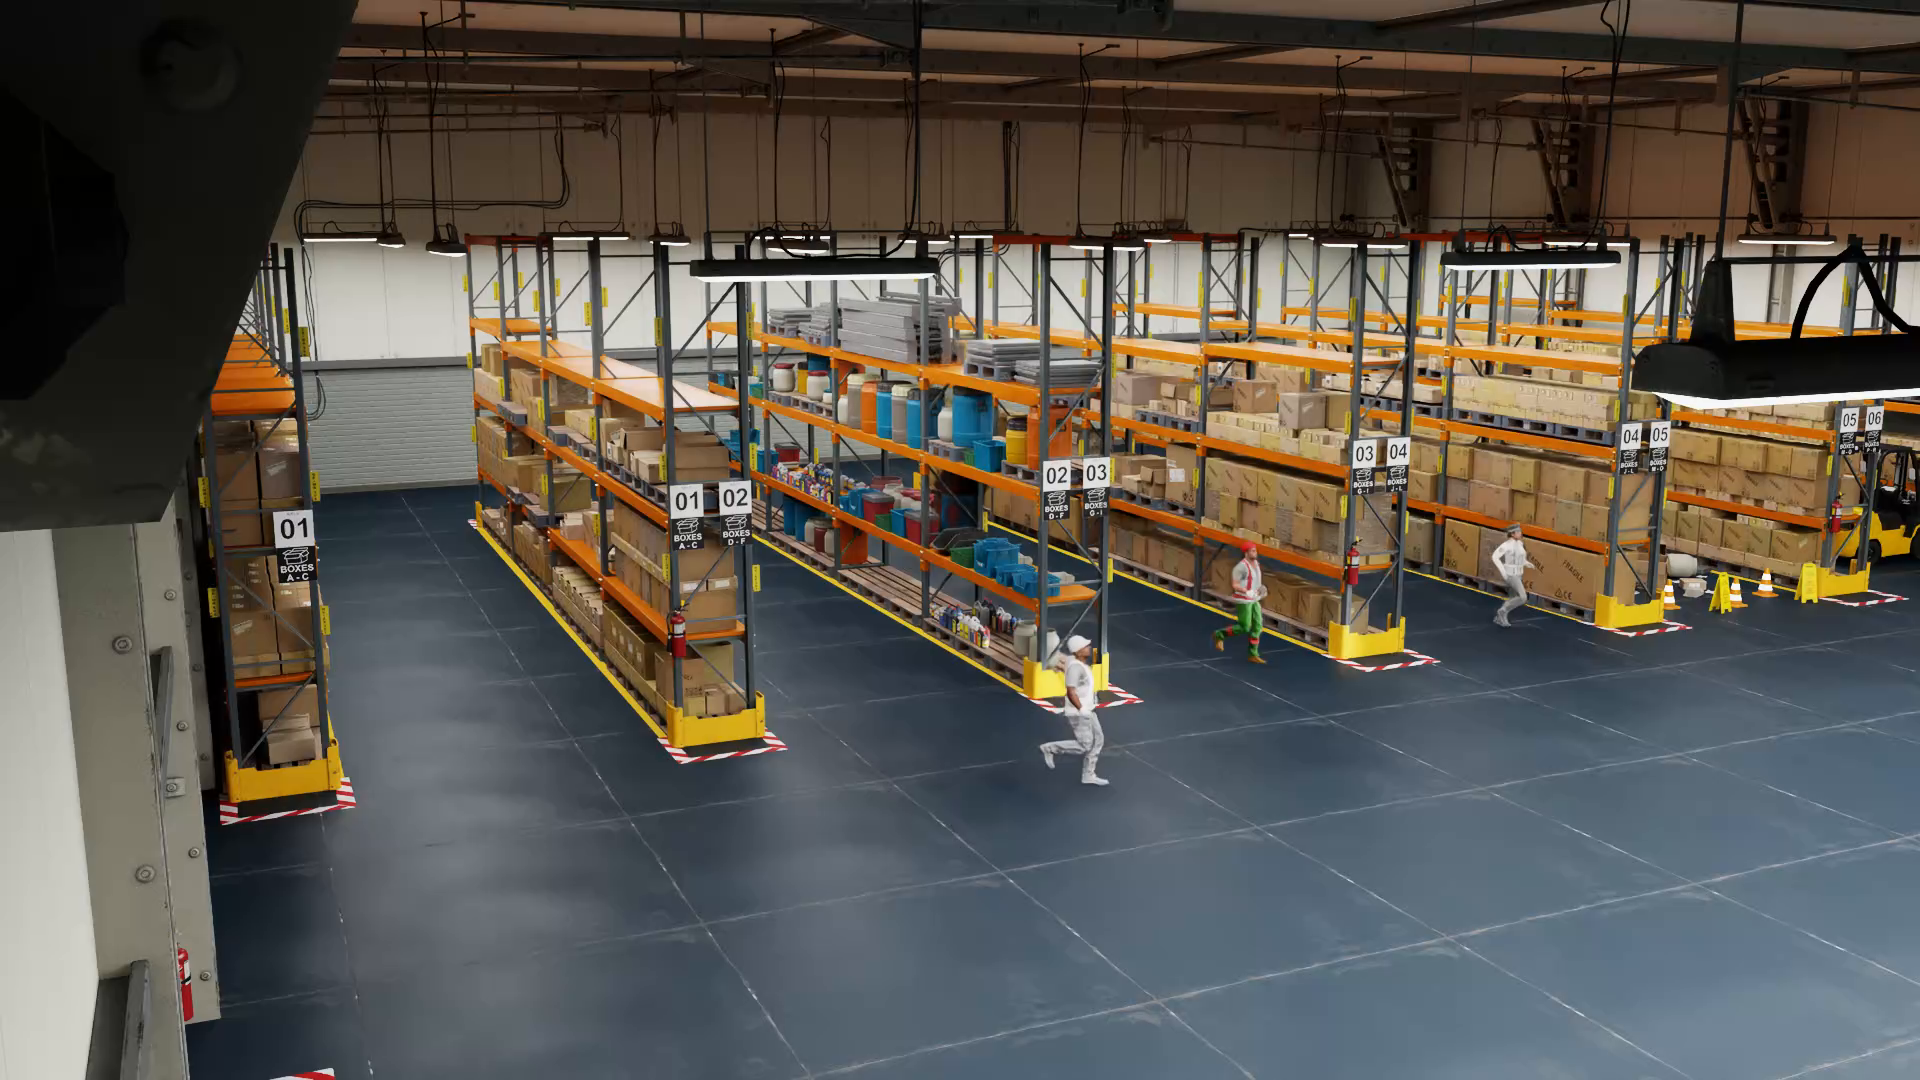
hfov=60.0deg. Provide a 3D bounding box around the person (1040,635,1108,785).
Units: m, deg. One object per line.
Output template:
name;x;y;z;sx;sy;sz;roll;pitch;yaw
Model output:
person;1.295;1.923;18.744;0.769;1.741;0.675;1;11;7

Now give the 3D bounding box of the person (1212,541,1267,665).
person;4.102;0.878;24.036;0.837;1.778;0.669;9;14;39

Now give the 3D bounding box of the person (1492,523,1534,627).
person;8.638;0.551;25.889;0.589;1.663;0.592;10;15;42
